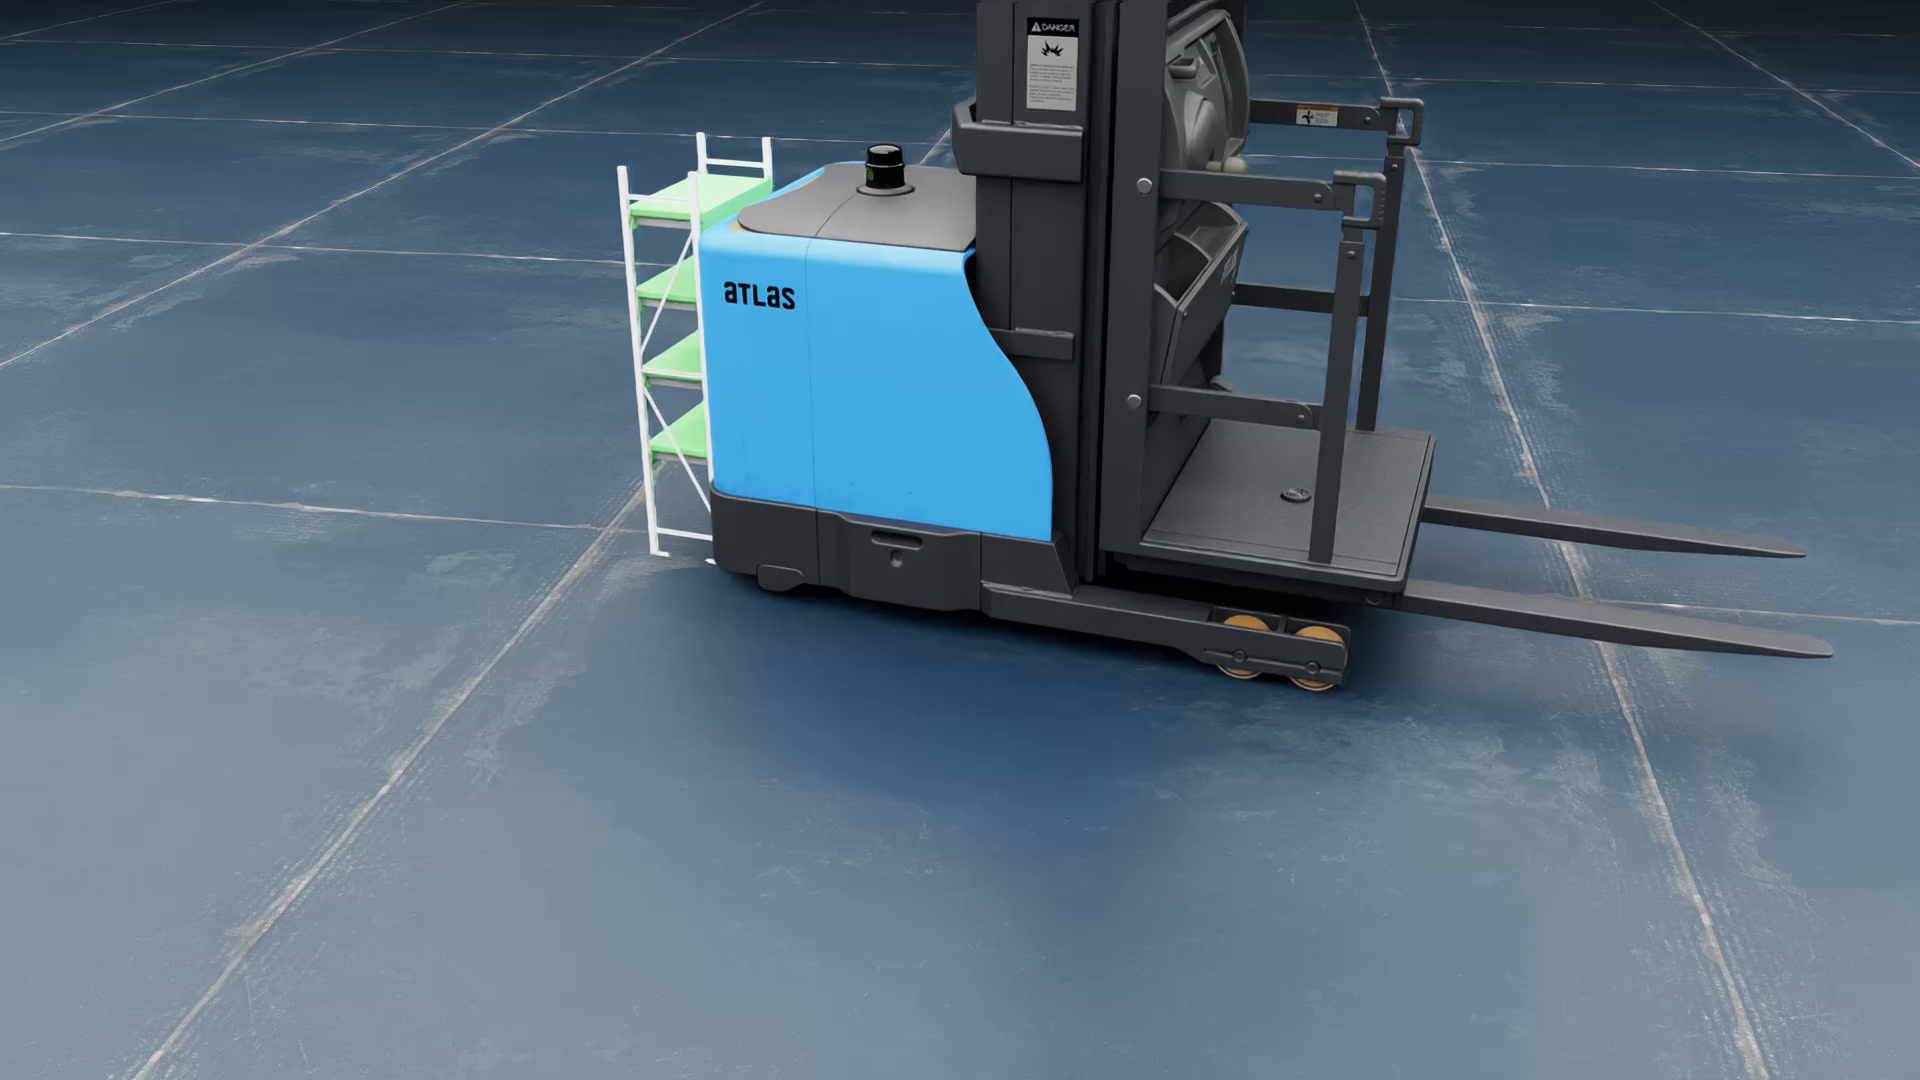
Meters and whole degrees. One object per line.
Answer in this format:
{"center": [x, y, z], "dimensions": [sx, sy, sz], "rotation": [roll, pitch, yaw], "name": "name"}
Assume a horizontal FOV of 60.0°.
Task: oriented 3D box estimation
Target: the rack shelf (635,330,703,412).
{"center": [-0.764, -0.526, 5.110], "dimensions": [0.258, 0.148, 0.480], "rotation": [8, 26, 17], "name": "rack shelf"}

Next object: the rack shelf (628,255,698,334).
{"center": [-0.764, -0.744, 5.008], "dimensions": [0.258, 0.148, 0.480], "rotation": [8, 26, 17], "name": "rack shelf"}

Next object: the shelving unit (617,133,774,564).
{"center": [-0.764, -0.584, 5.083], "dimensions": [0.258, 1.200, 0.503], "rotation": [8, 26, 17], "name": "shelving unit"}

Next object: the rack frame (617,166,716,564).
{"center": [-0.842, -0.486, 4.873], "dimensions": [0.240, 1.200, 0.015], "rotation": [8, 26, 17], "name": "rack frame"}

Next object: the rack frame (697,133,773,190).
{"center": [-0.687, -0.682, 5.292], "dimensions": [0.240, 1.200, 0.015], "rotation": [8, 26, 17], "name": "rack frame"}

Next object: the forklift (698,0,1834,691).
{"center": [0.840, -1.183, 4.319], "dimensions": [3.031, 2.935, 1.130], "rotation": [8, 26, 17], "name": "forklift"}

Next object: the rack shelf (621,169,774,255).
{"center": [-0.764, -0.961, 4.906], "dimensions": [0.258, 0.148, 0.480], "rotation": [8, 26, 17], "name": "rack shelf"}

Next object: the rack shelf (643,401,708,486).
{"center": [-0.764, -0.309, 5.212], "dimensions": [0.258, 0.148, 0.480], "rotation": [8, 26, 17], "name": "rack shelf"}
